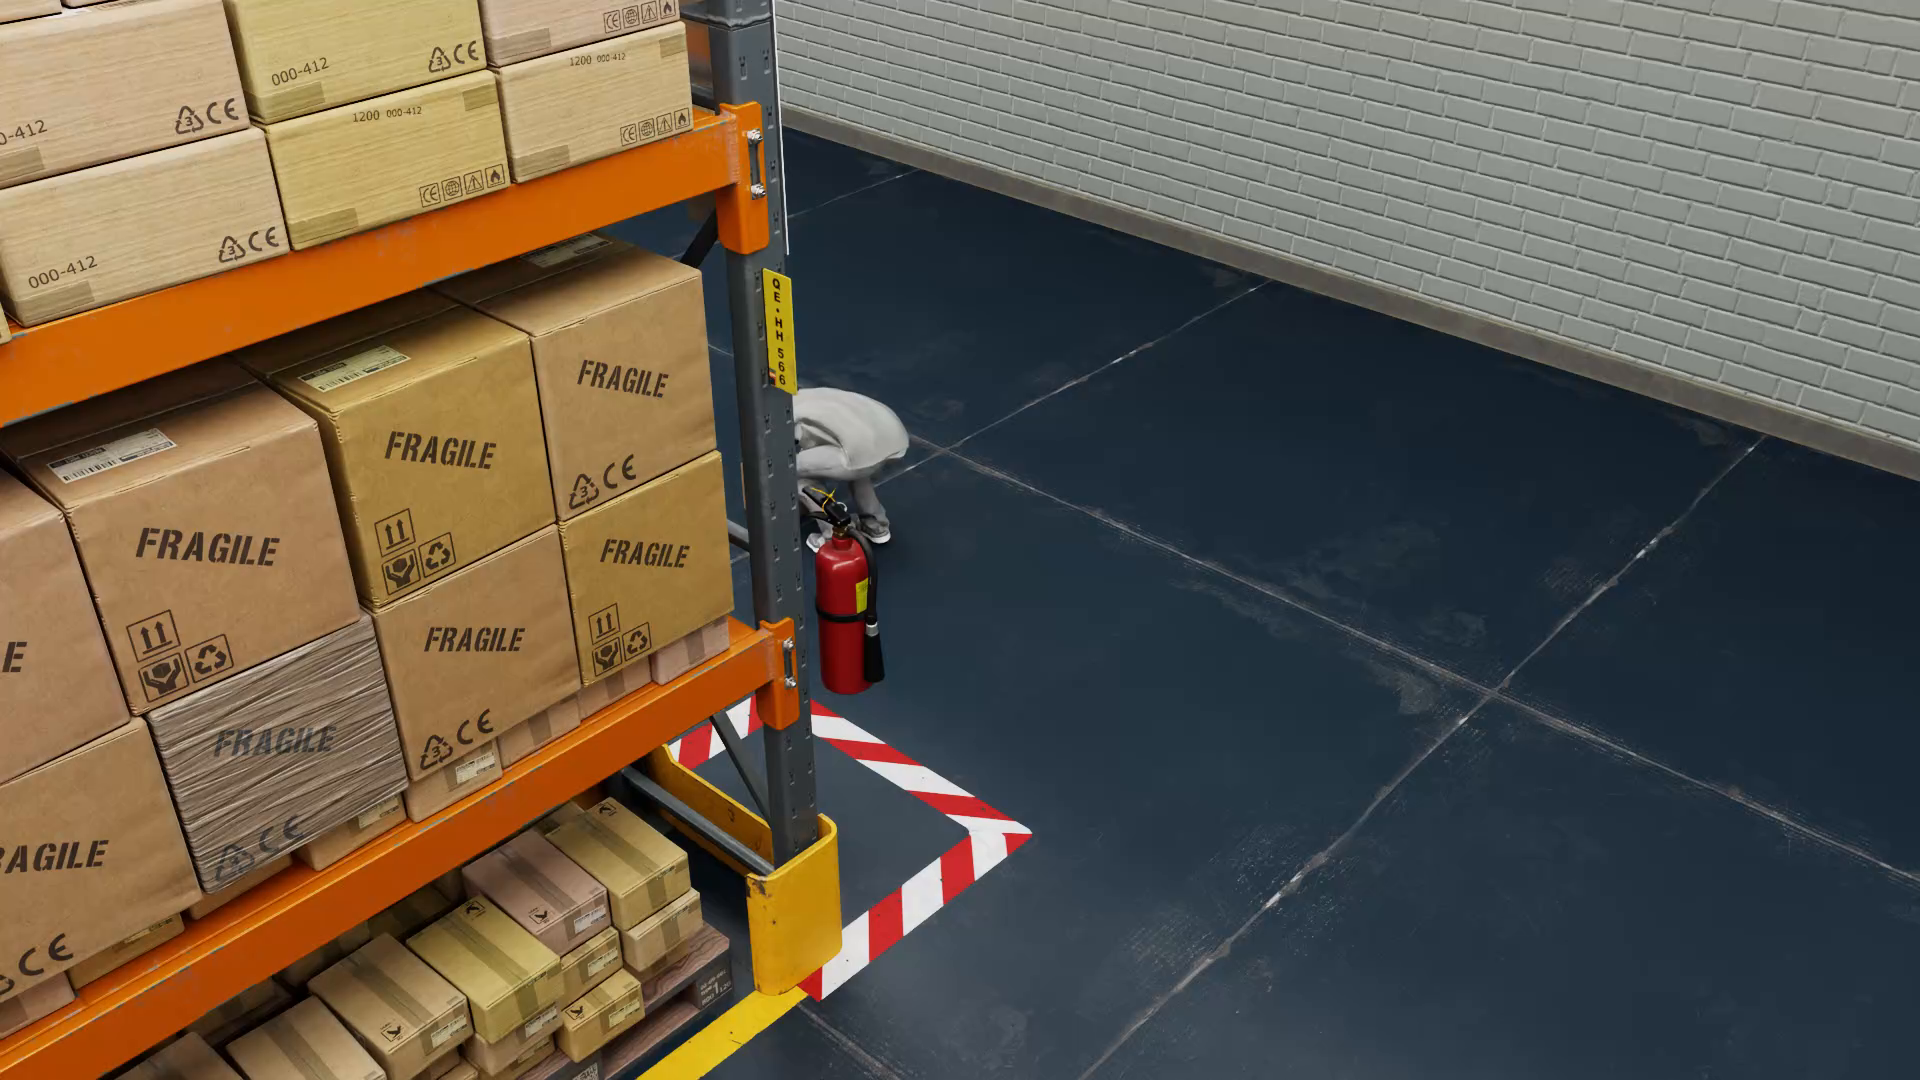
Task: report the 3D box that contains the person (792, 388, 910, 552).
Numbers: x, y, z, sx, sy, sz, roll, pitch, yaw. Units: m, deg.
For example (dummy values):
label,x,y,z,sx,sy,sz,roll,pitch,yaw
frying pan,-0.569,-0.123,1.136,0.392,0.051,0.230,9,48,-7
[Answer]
label,x,y,z,sx,sy,sz,roll,pitch,yaw
person,-0.614,-0.340,7.524,0.873,0.768,0.427,24,39,33
